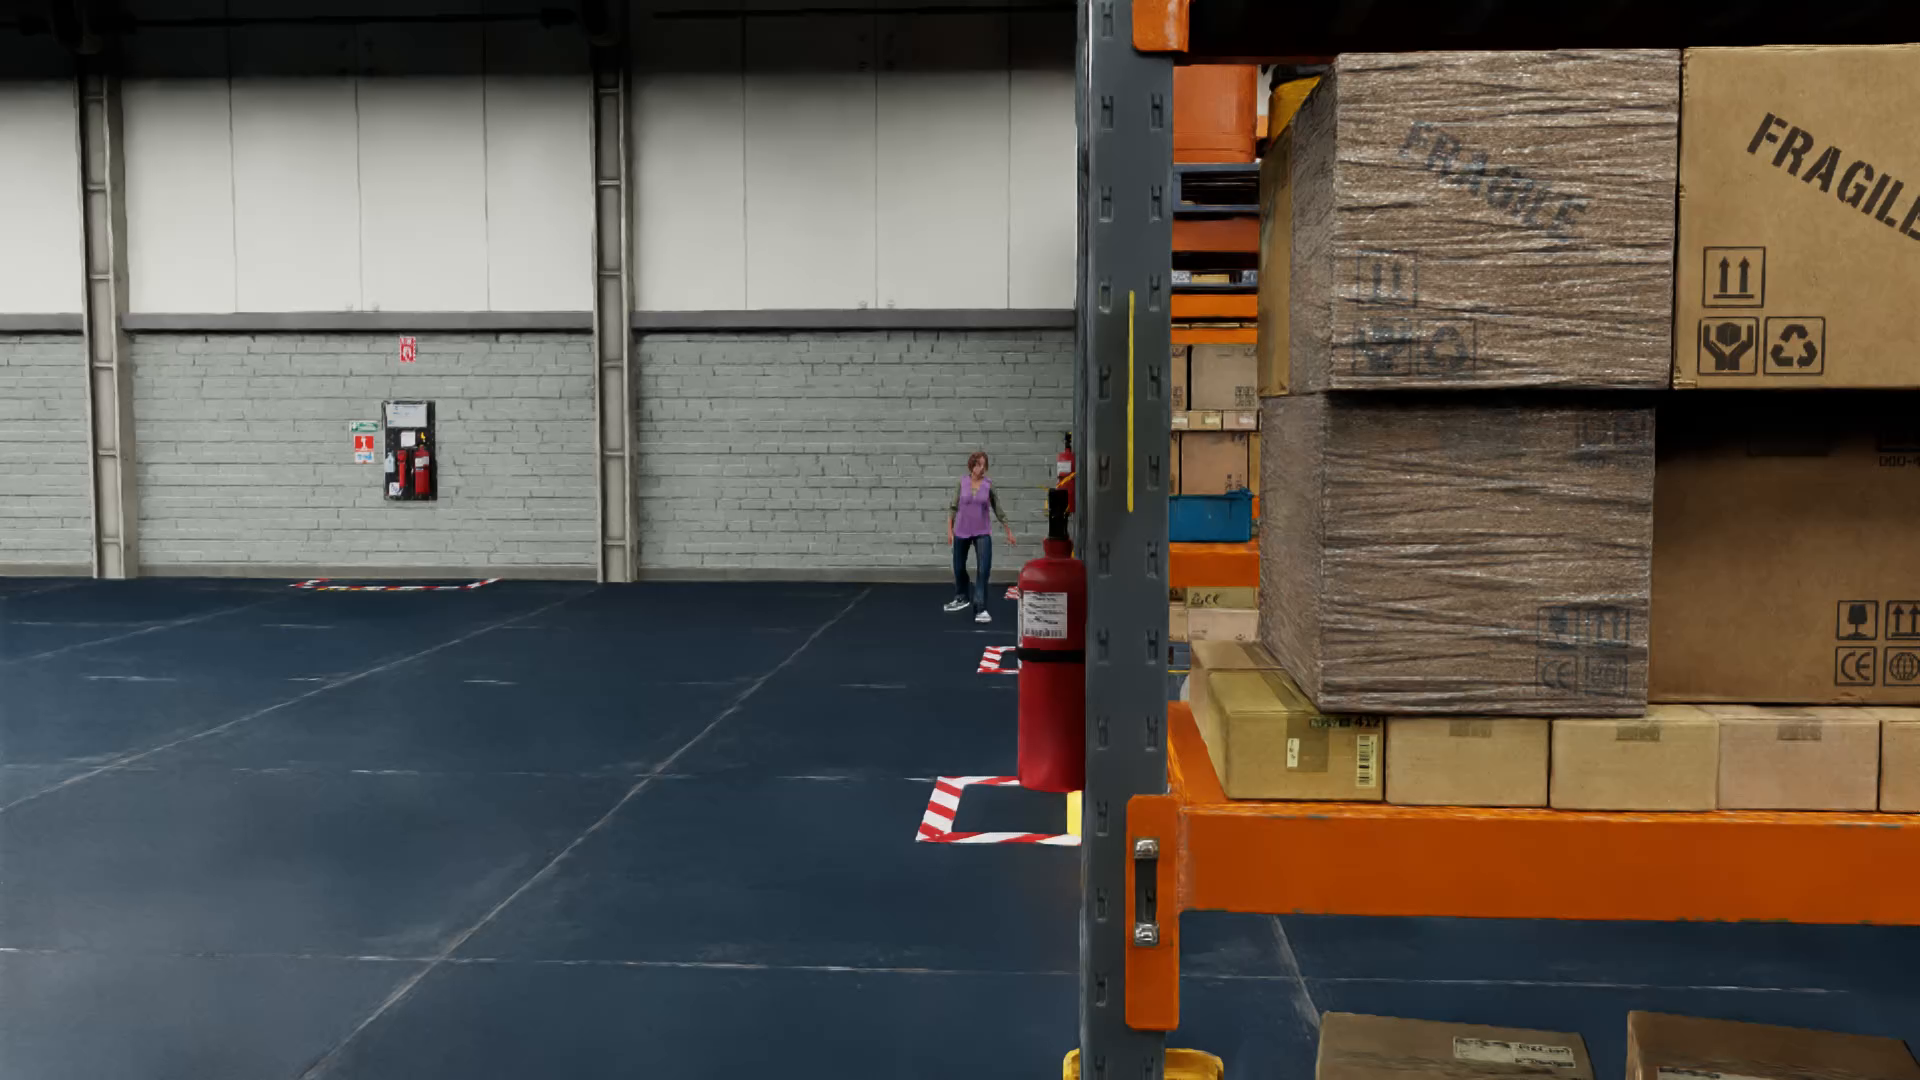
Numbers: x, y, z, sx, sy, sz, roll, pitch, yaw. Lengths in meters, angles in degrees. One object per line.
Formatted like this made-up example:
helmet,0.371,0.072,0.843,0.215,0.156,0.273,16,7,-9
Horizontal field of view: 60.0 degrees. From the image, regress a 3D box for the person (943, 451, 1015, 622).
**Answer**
person,0.177,-0.045,15.511,0.684,1.566,0.708,0,4,0
